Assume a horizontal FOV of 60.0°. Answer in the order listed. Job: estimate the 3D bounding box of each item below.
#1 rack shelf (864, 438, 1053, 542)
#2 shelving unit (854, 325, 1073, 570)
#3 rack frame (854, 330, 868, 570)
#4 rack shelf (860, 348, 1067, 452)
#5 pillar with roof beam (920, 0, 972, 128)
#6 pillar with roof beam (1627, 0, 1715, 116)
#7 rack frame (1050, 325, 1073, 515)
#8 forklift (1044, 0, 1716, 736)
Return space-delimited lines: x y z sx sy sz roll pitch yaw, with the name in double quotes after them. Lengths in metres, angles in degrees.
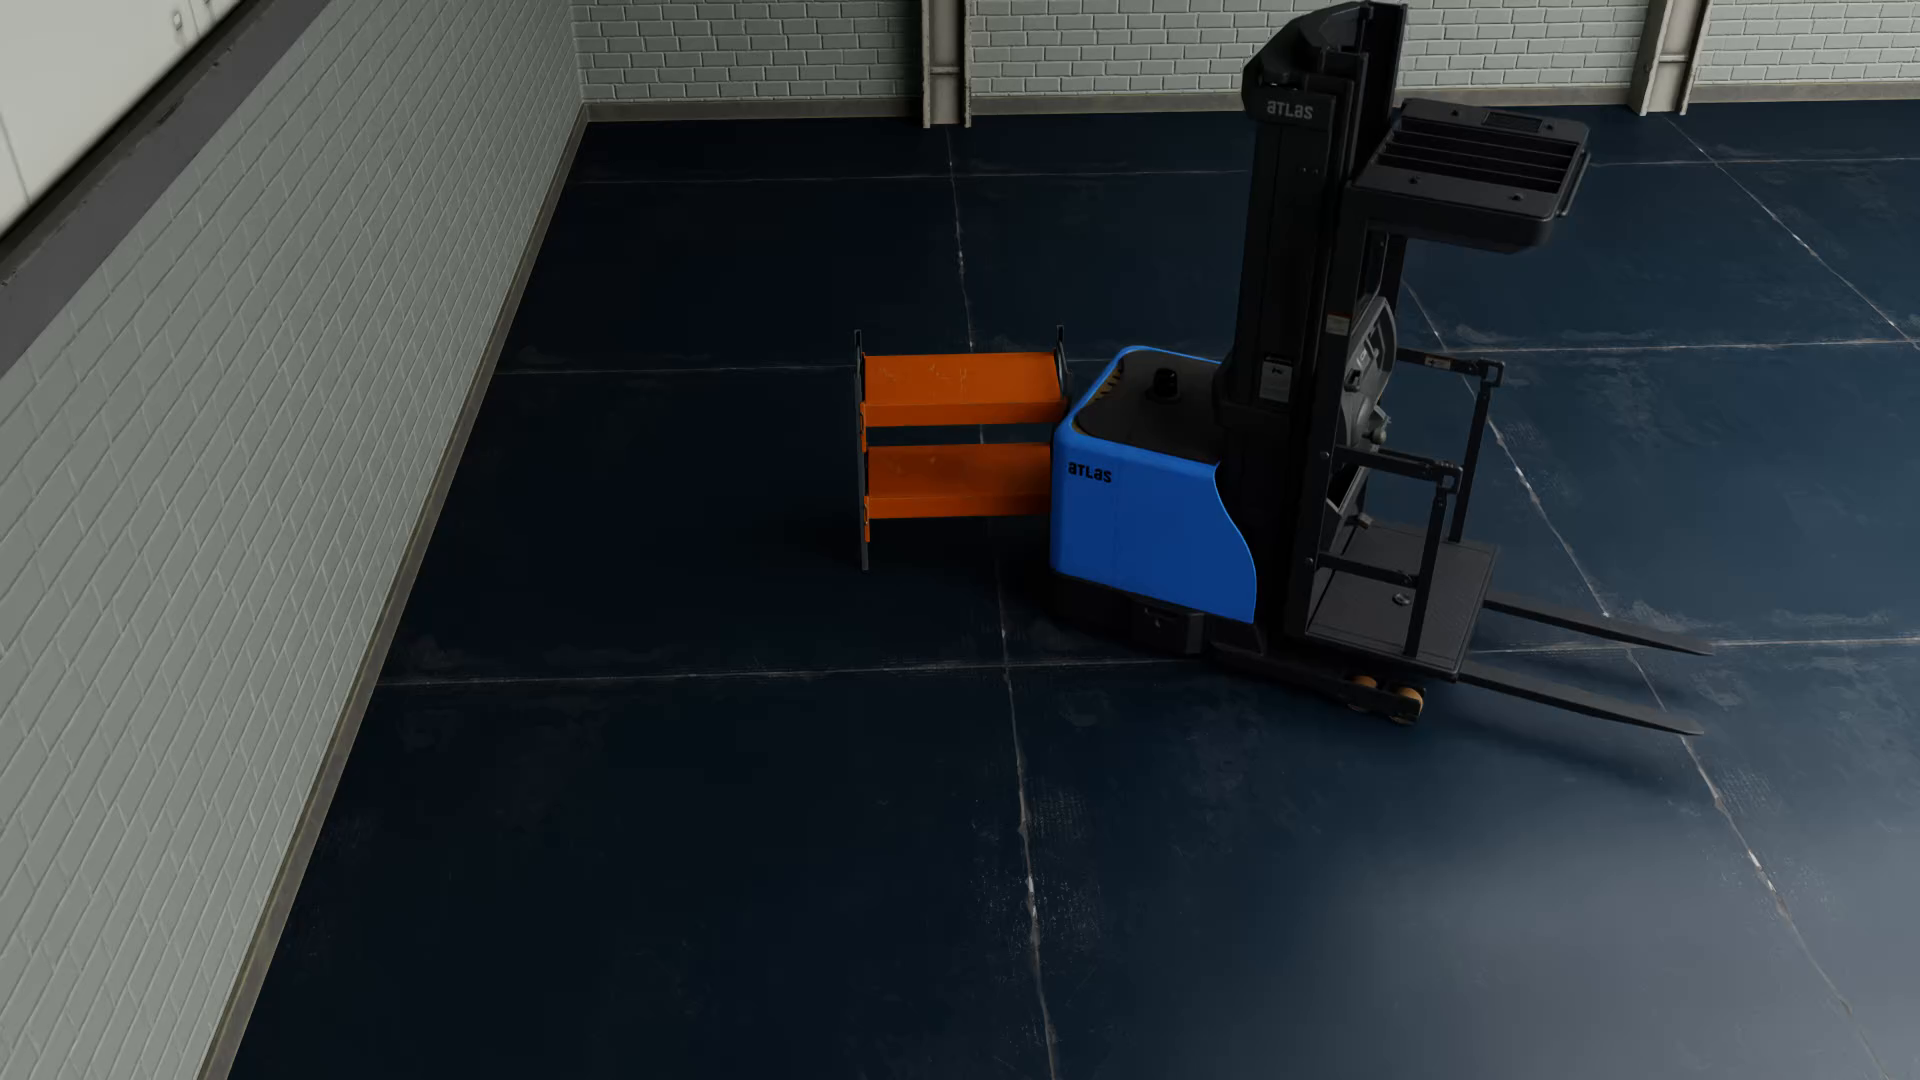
0.007 -0.262 8.606 1.000 0.278 0.538 -2 35 -2 "rack shelf"
0.007 -0.463 8.466 1.048 1.125 0.538 -2 35 -2 "shelving unit"
-0.501 -0.449 8.447 0.032 1.125 0.500 -2 35 -2 "rack frame"
0.007 -0.703 8.300 1.000 0.278 0.538 -2 35 -2 "rack shelf"
0.089 -4.737 7.724 0.400 9.000 9.100 -2 35 -2 "pillar with roof beam"
6.082 -4.899 7.957 0.400 9.000 9.100 -2 35 -2 "pillar with roof beam"
0.515 -0.476 8.486 0.032 1.125 0.500 -2 35 -2 "rack frame"
1.976 -0.715 7.244 3.031 2.935 1.130 15 37 20 "forklift"
